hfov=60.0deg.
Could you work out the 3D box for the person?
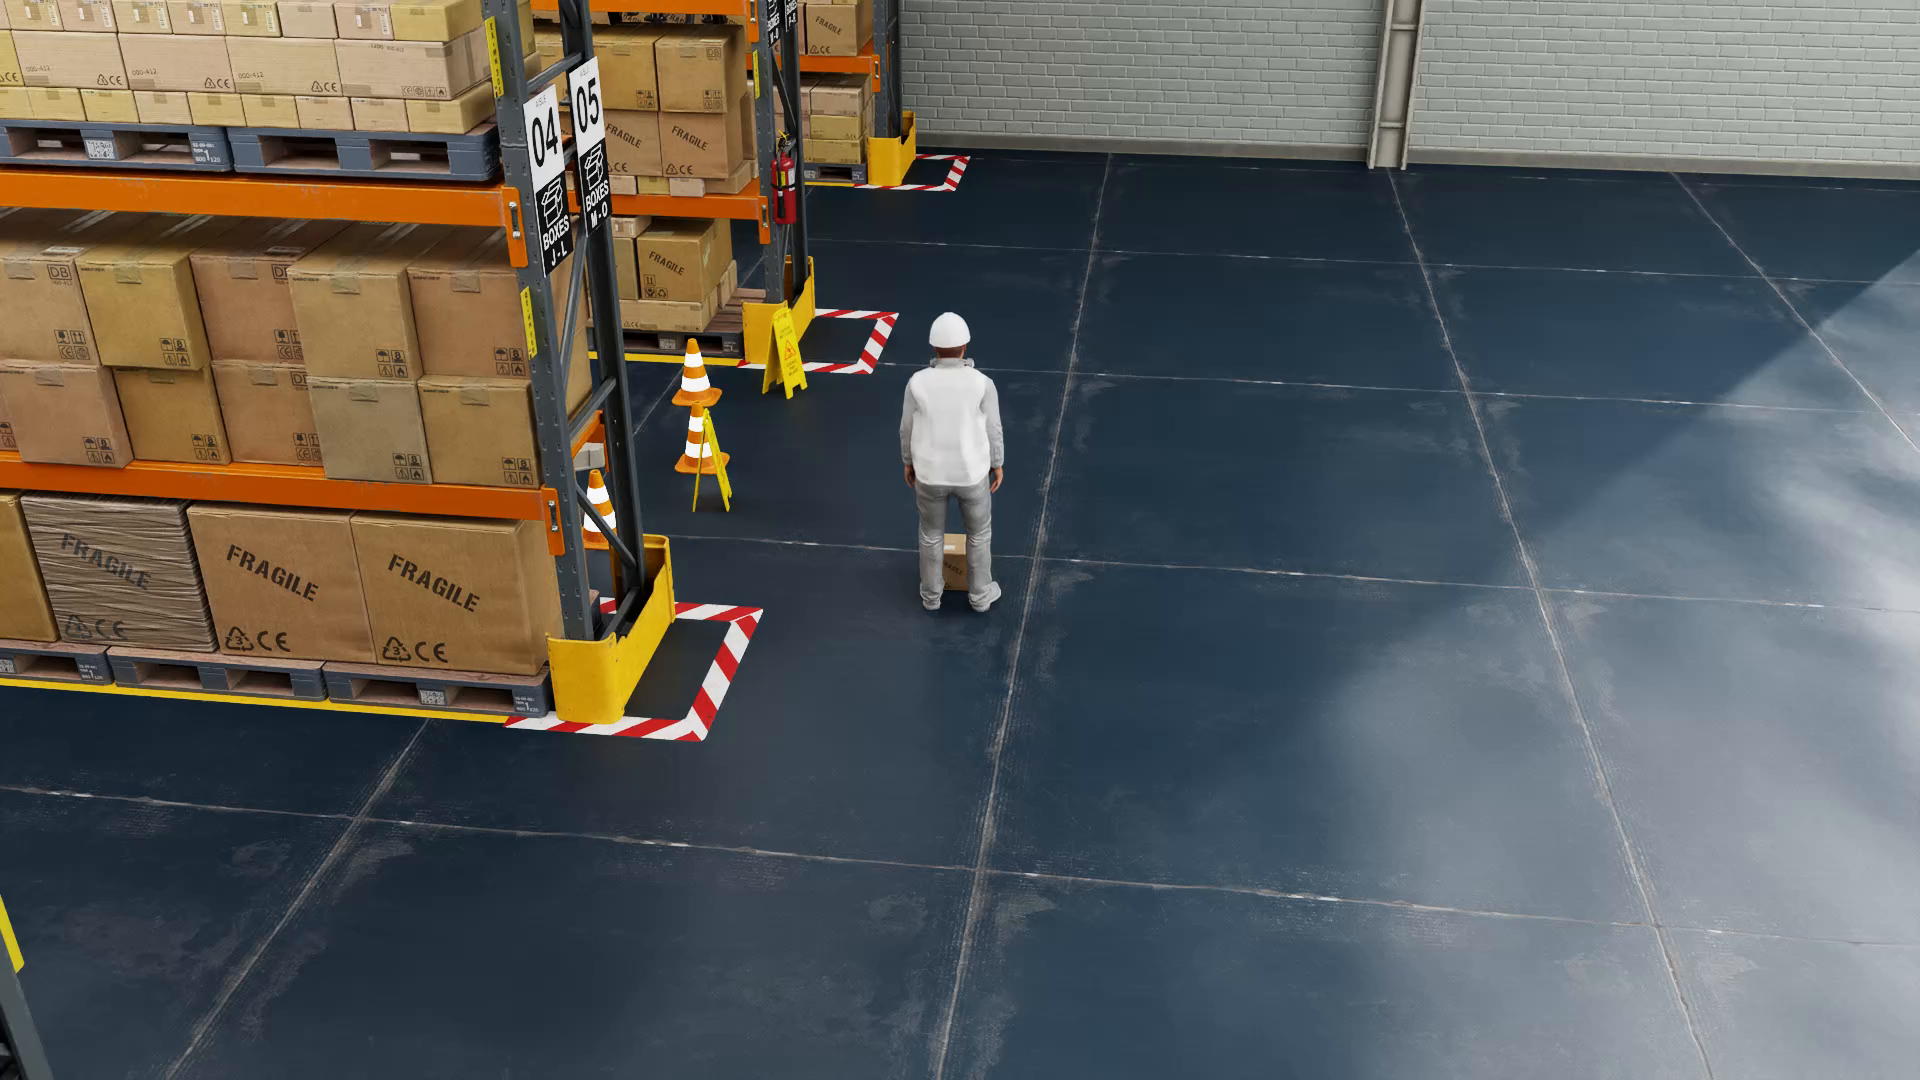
[{"bbox_3d":[-0.043,-0.413,9.366,0.579,1.770,0.462,3,28,5],"label":"person"}]
